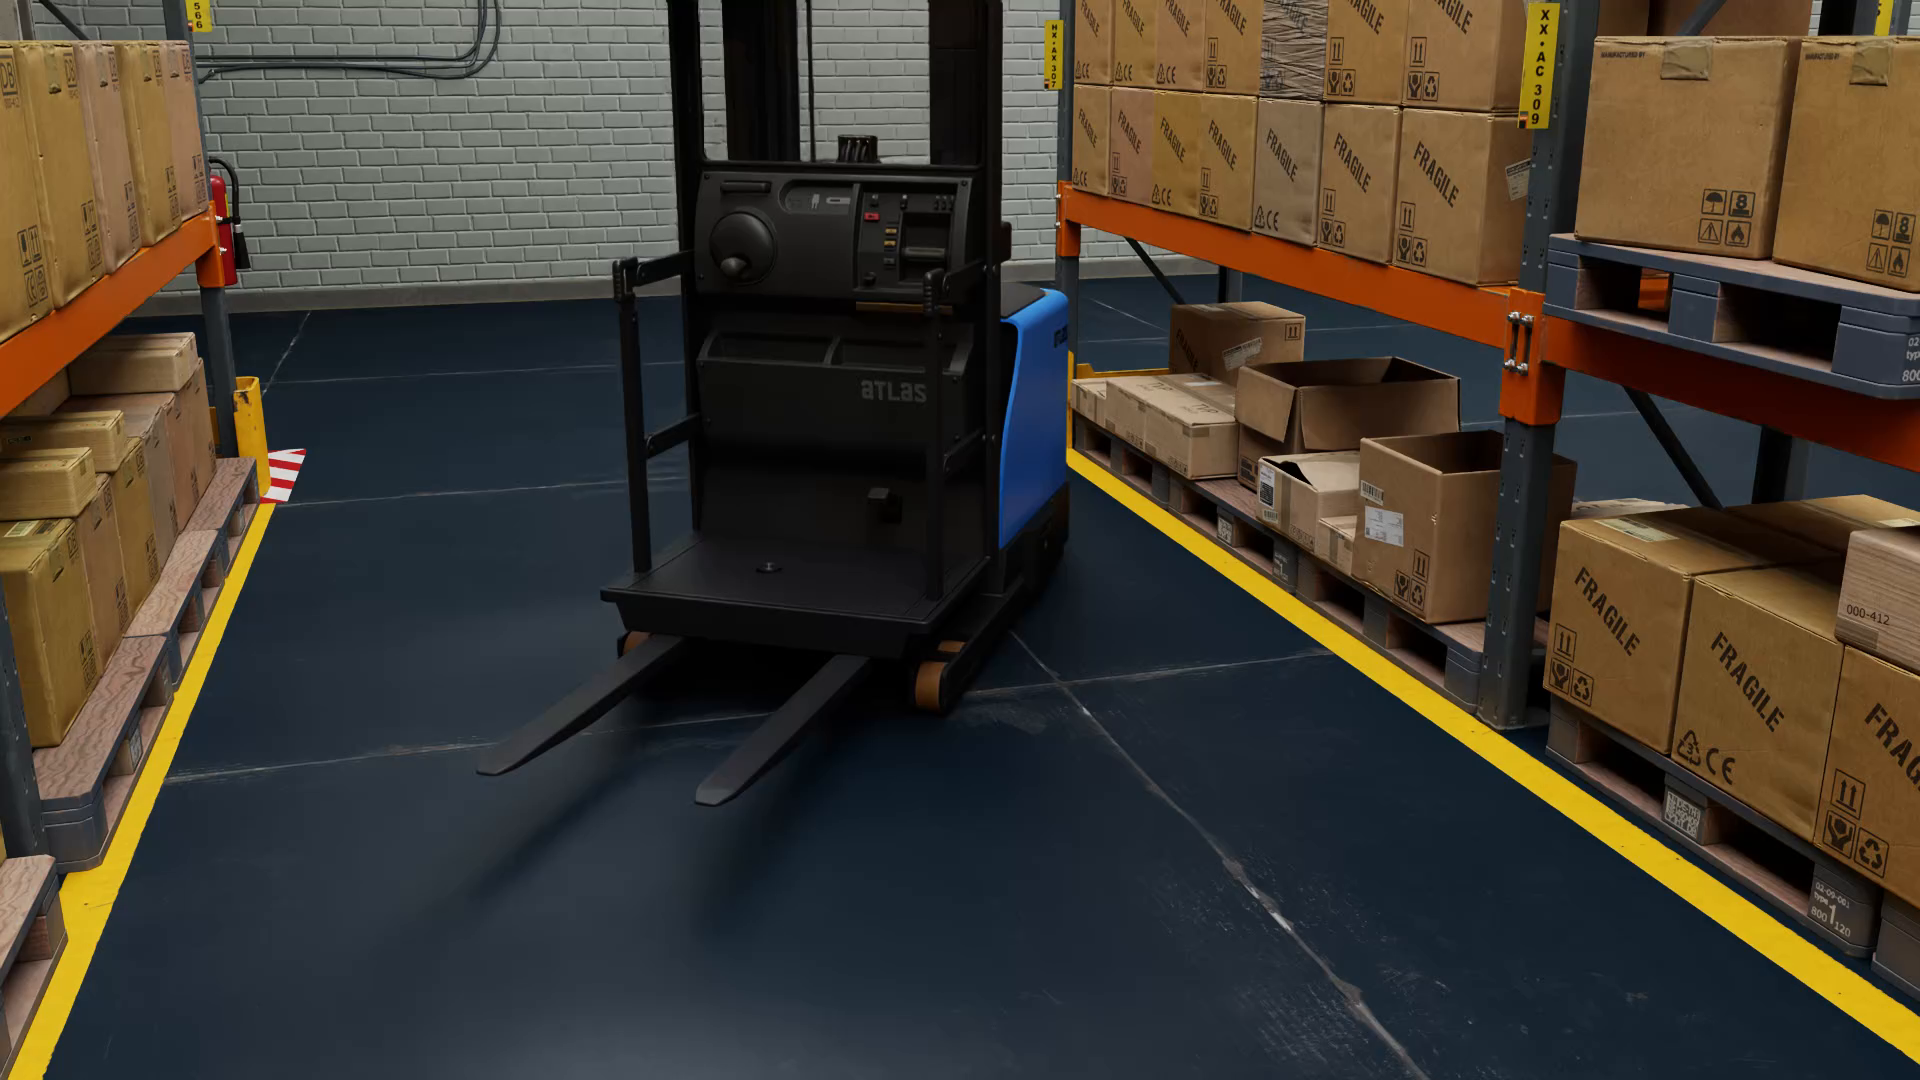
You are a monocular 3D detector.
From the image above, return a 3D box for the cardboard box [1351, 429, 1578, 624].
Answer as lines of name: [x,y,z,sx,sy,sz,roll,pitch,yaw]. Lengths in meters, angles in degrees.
cardboard box: [1.656,-0.057,5.510,0.500,0.500,0.500,-5,17,-15]

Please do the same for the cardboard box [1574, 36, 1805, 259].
cardboard box: [2.000,-1.009,4.194,0.700,0.500,0.500,-12,20,-34]

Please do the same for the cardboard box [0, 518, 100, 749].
cardboard box: [-2.784,0.265,4.471,0.700,0.500,0.500,-4,17,-15]

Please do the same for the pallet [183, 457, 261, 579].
pallet: [-3.481,-0.072,6.825,1.003,0.211,1.213,-5,17,-15]

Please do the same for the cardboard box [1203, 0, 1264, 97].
cardboard box: [1.278,-1.975,6.402,0.500,0.500,0.500,-5,17,-16]

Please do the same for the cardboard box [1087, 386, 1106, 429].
cardboard box: [0.839,-0.657,8.085,0.380,0.166,0.250,-5,17,-15]

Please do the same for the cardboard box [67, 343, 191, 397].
cardboard box: [-3.206,-0.660,6.422,0.380,0.149,0.250,-4,17,-14]

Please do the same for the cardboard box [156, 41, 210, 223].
cardboard box: [-3.626,-1.626,6.629,0.980,0.700,0.700,-4,17,-13]

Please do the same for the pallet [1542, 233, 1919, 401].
pallet: [2.200,-0.587,4.026,1.003,0.211,1.213,-5,17,-15]

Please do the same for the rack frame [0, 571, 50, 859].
rack frame: [-2.677,-0.516,3.456,1.000,3.000,0.127,-5,17,-15]

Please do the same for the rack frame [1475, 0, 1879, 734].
rack frame: [2.085,-0.909,4.763,1.000,3.000,0.127,-5,17,-15]

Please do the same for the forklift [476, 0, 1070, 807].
forklift: [-0.475,-0.991,5.158,1.130,2.935,3.031,5,17,16]

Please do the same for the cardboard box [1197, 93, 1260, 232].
cardboard box: [1.272,-1.500,6.557,0.500,0.500,0.500,-4,17,-15]

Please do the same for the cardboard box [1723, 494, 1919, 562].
cardboard box: [2.496,0.192,4.681,0.500,0.500,0.500,-5,17,-16]

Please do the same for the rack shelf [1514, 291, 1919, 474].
rack shelf: [2.635,-0.011,3.025,1.077,0.370,4.000,-5,17,-15]

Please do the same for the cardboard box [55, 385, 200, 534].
cardboard box: [-3.350,-0.302,6.360,0.700,0.500,0.500,-5,17,-15]

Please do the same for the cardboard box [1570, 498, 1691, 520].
cardboard box: [2.178,0.035,5.530,0.500,0.311,0.500,-5,17,-15]

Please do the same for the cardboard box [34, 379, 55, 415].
cardboard box: [-3.435,-0.491,5.859,0.380,0.149,0.250,-4,17,-14]

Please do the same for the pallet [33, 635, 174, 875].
pallet: [-2.811,0.603,4.578,1.003,0.211,1.213,-5,17,-15]

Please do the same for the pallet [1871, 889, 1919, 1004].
pallet: [2.684,0.987,3.300,1.003,0.211,1.213,-5,17,-15]

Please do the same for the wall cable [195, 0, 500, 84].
wall cable: [-4.987,-4.601,12.026,3.097,2.526,0.112,-5,17,-15]

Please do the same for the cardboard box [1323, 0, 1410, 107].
cardboard box: [1.554,-1.696,5.474,0.500,0.500,0.500,-5,17,-16]

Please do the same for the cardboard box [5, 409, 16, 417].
cardboard box: [-3.295,-0.350,5.389,0.380,0.149,0.250,-5,17,-16]

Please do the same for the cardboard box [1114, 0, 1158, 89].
cardboard box: [1.005,-2.254,7.331,0.500,0.500,0.500,-5,17,-15]

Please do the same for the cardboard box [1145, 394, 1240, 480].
cardboard box: [1.137,-0.460,7.283,0.500,0.250,0.500,-5,17,-15]

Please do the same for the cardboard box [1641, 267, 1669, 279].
cardboard box: [2.207,-1.119,5.290,0.500,0.500,0.500,-4,17,-14]

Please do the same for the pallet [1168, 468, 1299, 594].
pallet: [1.558,-0.101,6.923,1.003,0.211,1.213,-5,17,-15]

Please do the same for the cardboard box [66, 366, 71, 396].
cardboard box: [-3.574,-0.630,6.323,0.380,0.149,0.250,-5,17,-15]

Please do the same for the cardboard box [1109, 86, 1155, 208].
cardboard box: [1.001,-1.777,7.481,0.500,0.500,0.500,-5,17,-16]

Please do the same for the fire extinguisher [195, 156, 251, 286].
fire extinguisher: [-3.374,-1.485,7.465,0.296,0.674,0.183,-5,17,-15]

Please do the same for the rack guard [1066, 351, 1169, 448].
rack guard: [1.007,-0.797,8.736,1.175,0.500,0.348,-5,17,-15]

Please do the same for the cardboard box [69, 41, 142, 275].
cardboard box: [-3.215,-1.214,5.258,0.980,0.700,0.700,-6,18,-18]

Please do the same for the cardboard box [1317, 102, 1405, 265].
cardboard box: [1.558,-1.217,5.616,0.500,0.500,0.500,-4,17,-14]

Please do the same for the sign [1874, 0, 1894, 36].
sign: [2.618,-1.508,4.746,0.100,0.325,0.005,-5,17,-15]

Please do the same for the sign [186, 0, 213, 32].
sign: [-3.251,-2.330,7.069,0.100,0.325,0.005,-5,17,-15]

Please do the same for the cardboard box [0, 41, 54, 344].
cardboard box: [-2.810,-0.811,3.917,0.980,0.700,0.700,-4,17,-14]

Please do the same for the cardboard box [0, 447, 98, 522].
cardboard box: [-2.703,-0.155,4.741,0.380,0.149,0.250,-4,17,-13]

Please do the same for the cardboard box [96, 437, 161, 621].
cardboard box: [-3.058,-0.016,5.408,0.700,0.500,0.500,-4,17,-14]

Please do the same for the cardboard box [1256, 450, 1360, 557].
cardboard box: [1.450,-0.174,6.228,0.500,0.311,0.500,-5,17,-15]

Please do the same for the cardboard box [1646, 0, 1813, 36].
cardboard box: [2.226,-1.588,5.113,0.500,0.500,0.500,-4,17,-14]

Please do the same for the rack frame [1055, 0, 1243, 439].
rack frame: [0.986,-2.015,8.447,1.000,3.000,0.127,-5,17,-15]

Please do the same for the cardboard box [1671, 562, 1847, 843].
cardboard box: [2.141,0.377,4.062,0.500,0.500,0.500,-4,17,-14]
